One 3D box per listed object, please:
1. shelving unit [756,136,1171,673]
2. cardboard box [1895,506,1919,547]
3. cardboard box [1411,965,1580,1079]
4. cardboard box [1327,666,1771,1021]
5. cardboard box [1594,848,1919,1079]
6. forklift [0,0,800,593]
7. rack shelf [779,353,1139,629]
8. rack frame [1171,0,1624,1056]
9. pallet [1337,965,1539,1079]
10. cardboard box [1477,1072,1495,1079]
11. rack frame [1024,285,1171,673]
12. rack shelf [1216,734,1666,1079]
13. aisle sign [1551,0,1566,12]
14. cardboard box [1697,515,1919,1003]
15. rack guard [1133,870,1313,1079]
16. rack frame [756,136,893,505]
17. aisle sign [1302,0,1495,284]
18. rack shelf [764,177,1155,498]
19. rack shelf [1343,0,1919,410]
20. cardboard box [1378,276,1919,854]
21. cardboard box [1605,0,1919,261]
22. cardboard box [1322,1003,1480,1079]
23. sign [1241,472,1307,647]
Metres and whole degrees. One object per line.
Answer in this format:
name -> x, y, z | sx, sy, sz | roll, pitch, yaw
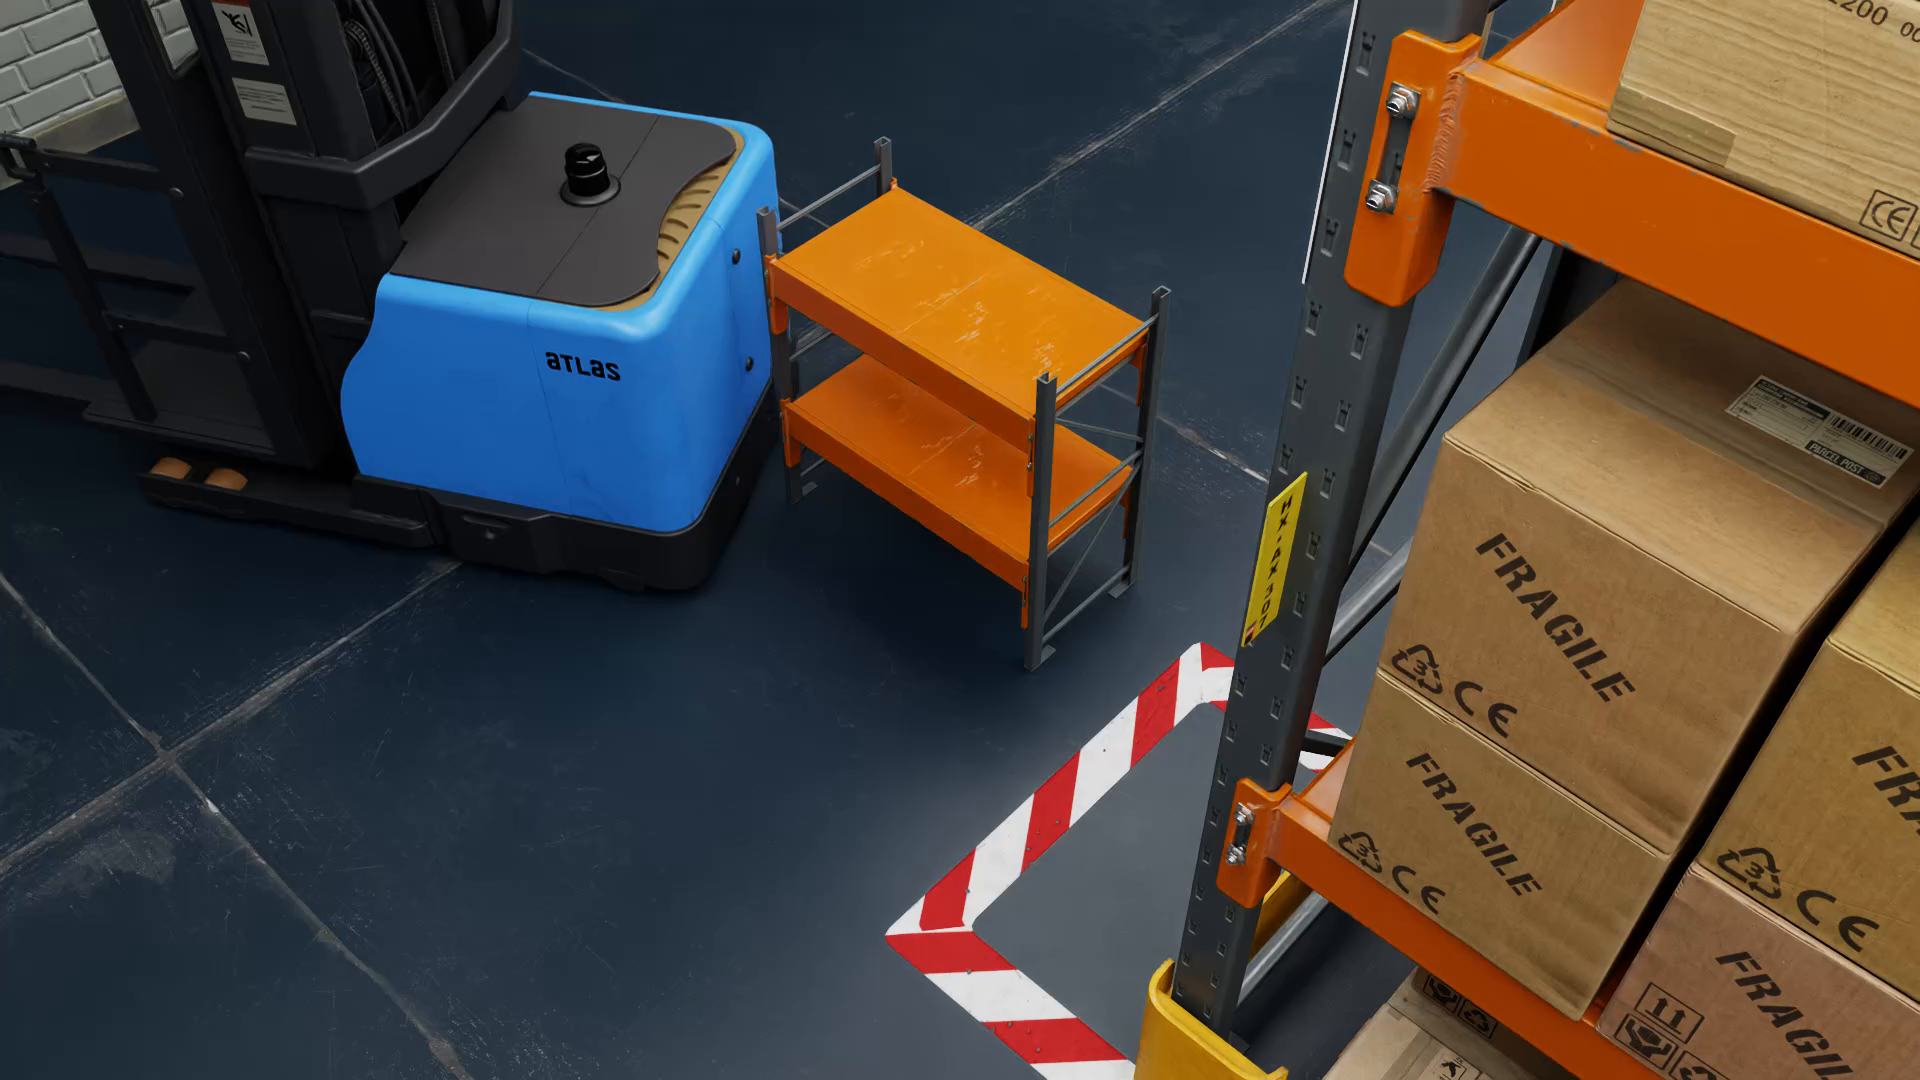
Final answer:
shelving unit -> -0.005, -0.388, 4.843 | 1.048, 1.125, 0.538 | 34, 55, 28
cardboard box -> 1.738, -0.015, 2.452 | 0.500, 0.500, 0.500 | 35, 56, 29
cardboard box -> 1.420, 0.881, 3.778 | 0.500, 0.500, 0.500 | 34, 55, 28
cardboard box -> 1.000, 0.366, 2.780 | 0.500, 0.500, 0.500 | 35, 56, 28
cardboard box -> 1.383, 0.618, 2.543 | 0.500, 0.500, 0.500 | 33, 55, 27
forklift -> -2.116, -1.432, 4.584 | 3.031, 2.935, 1.130 | 11, 48, 10
rack shelf -> -0.005, -0.221, 5.021 | 1.000, 0.278, 0.538 | 34, 55, 28
rack frame -> 0.853, 0.040, 3.155 | 0.127, 3.000, 1.000 | 34, 55, 28
pallet -> 1.495, 1.425, 3.767 | 1.213, 0.211, 1.003 | 34, 55, 28
cardboard box -> 1.111, 1.374, 3.544 | 0.250, 0.166, 0.380 | 34, 55, 28
rack frame -> 0.369, -0.137, 4.607 | 0.032, 1.125, 0.500 | 34, 55, 28
rack shelf -> 2.323, 1.275, 2.489 | 4.000, 0.370, 1.077 | 34, 55, 28
aisle sign -> 1.011, -1.048, 2.393 | 0.004, 0.787, 0.394 | 34, 55, 28
cardboard box -> 1.390, 0.278, 2.177 | 0.500, 0.500, 0.500 | 35, 56, 28
rack guard -> 0.909, 0.933, 4.031 | 0.348, 0.500, 1.175 | 34, 55, 28
rack frame -> -0.379, -0.640, 5.079 | 0.032, 1.125, 0.500 | 34, 55, 28
aisle sign -> 0.604, -0.727, 2.092 | 0.004, 0.787, 0.394 | 34, 55, 28
rack shelf -> -0.005, -0.589, 4.630 | 1.000, 0.278, 0.538 | 34, 55, 28
rack shelf -> 2.323, 0.248, 1.396 | 4.000, 0.370, 1.077 | 34, 55, 28
cardboard box -> 1.000, 0.024, 2.416 | 0.500, 0.500, 0.500 | 36, 56, 29
cardboard box -> 1.058, -0.546, 1.750 | 0.500, 0.250, 0.500 | 34, 55, 28
cardboard box -> 0.928, 1.256, 3.667 | 0.250, 0.149, 0.380 | 34, 55, 28
sign -> 0.485, 0.034, 2.567 | 0.005, 0.325, 0.100 | 34, 55, 28
